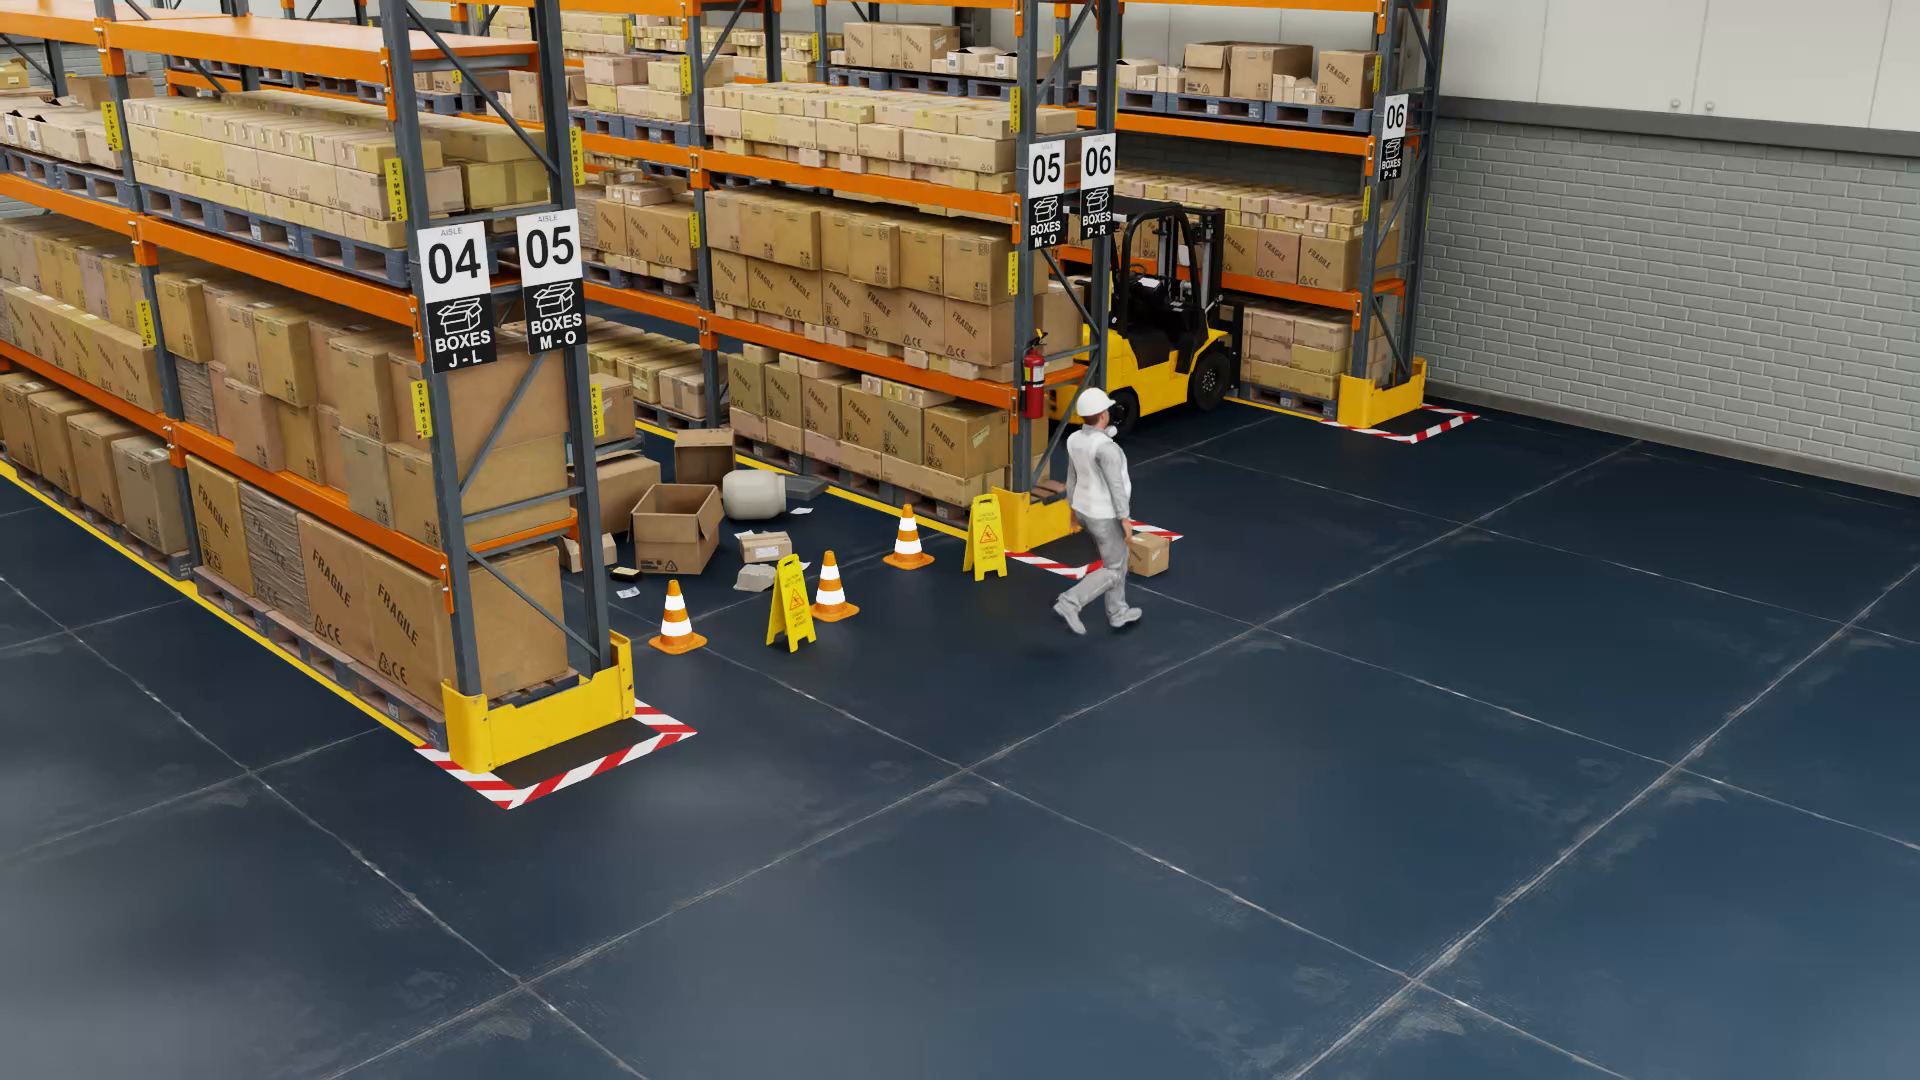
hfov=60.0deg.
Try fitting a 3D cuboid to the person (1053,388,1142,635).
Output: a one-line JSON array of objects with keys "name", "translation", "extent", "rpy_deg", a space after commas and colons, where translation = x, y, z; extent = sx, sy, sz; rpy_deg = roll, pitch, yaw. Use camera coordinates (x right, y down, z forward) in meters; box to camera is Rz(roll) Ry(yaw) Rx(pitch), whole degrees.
[{"name": "person", "translation": [0.961, -0.195, 11.546], "extent": [0.796, 1.741, 0.584], "rpy_deg": [-10, 23, -25]}]
